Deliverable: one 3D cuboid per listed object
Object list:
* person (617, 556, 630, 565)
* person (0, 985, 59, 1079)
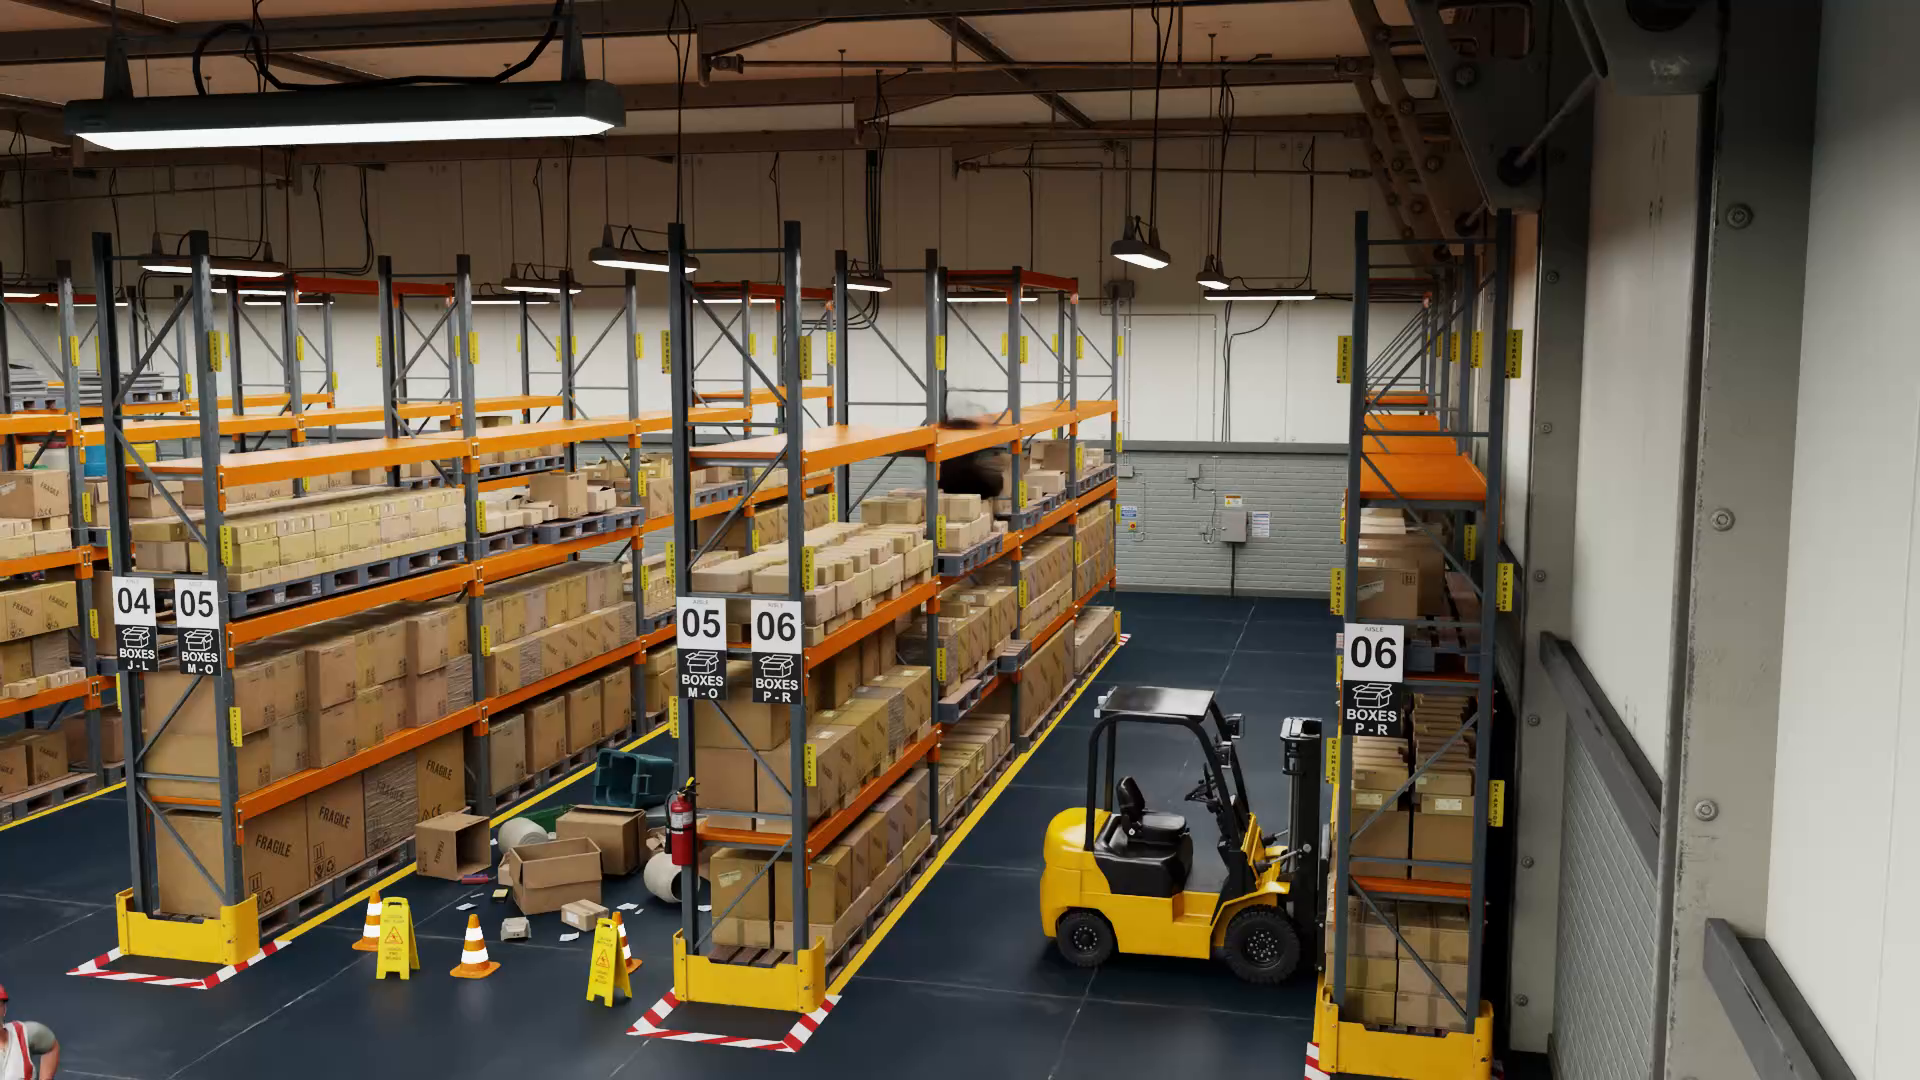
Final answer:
[{"bbox_3d":[-5.238,1.121,26.129,0.674,1.767,0.749,3,7,20],"label":"person"},{"bbox_3d":[-5.075,3.197,8.778,0.637,1.802,0.739,-4,8,-31],"label":"person"}]
